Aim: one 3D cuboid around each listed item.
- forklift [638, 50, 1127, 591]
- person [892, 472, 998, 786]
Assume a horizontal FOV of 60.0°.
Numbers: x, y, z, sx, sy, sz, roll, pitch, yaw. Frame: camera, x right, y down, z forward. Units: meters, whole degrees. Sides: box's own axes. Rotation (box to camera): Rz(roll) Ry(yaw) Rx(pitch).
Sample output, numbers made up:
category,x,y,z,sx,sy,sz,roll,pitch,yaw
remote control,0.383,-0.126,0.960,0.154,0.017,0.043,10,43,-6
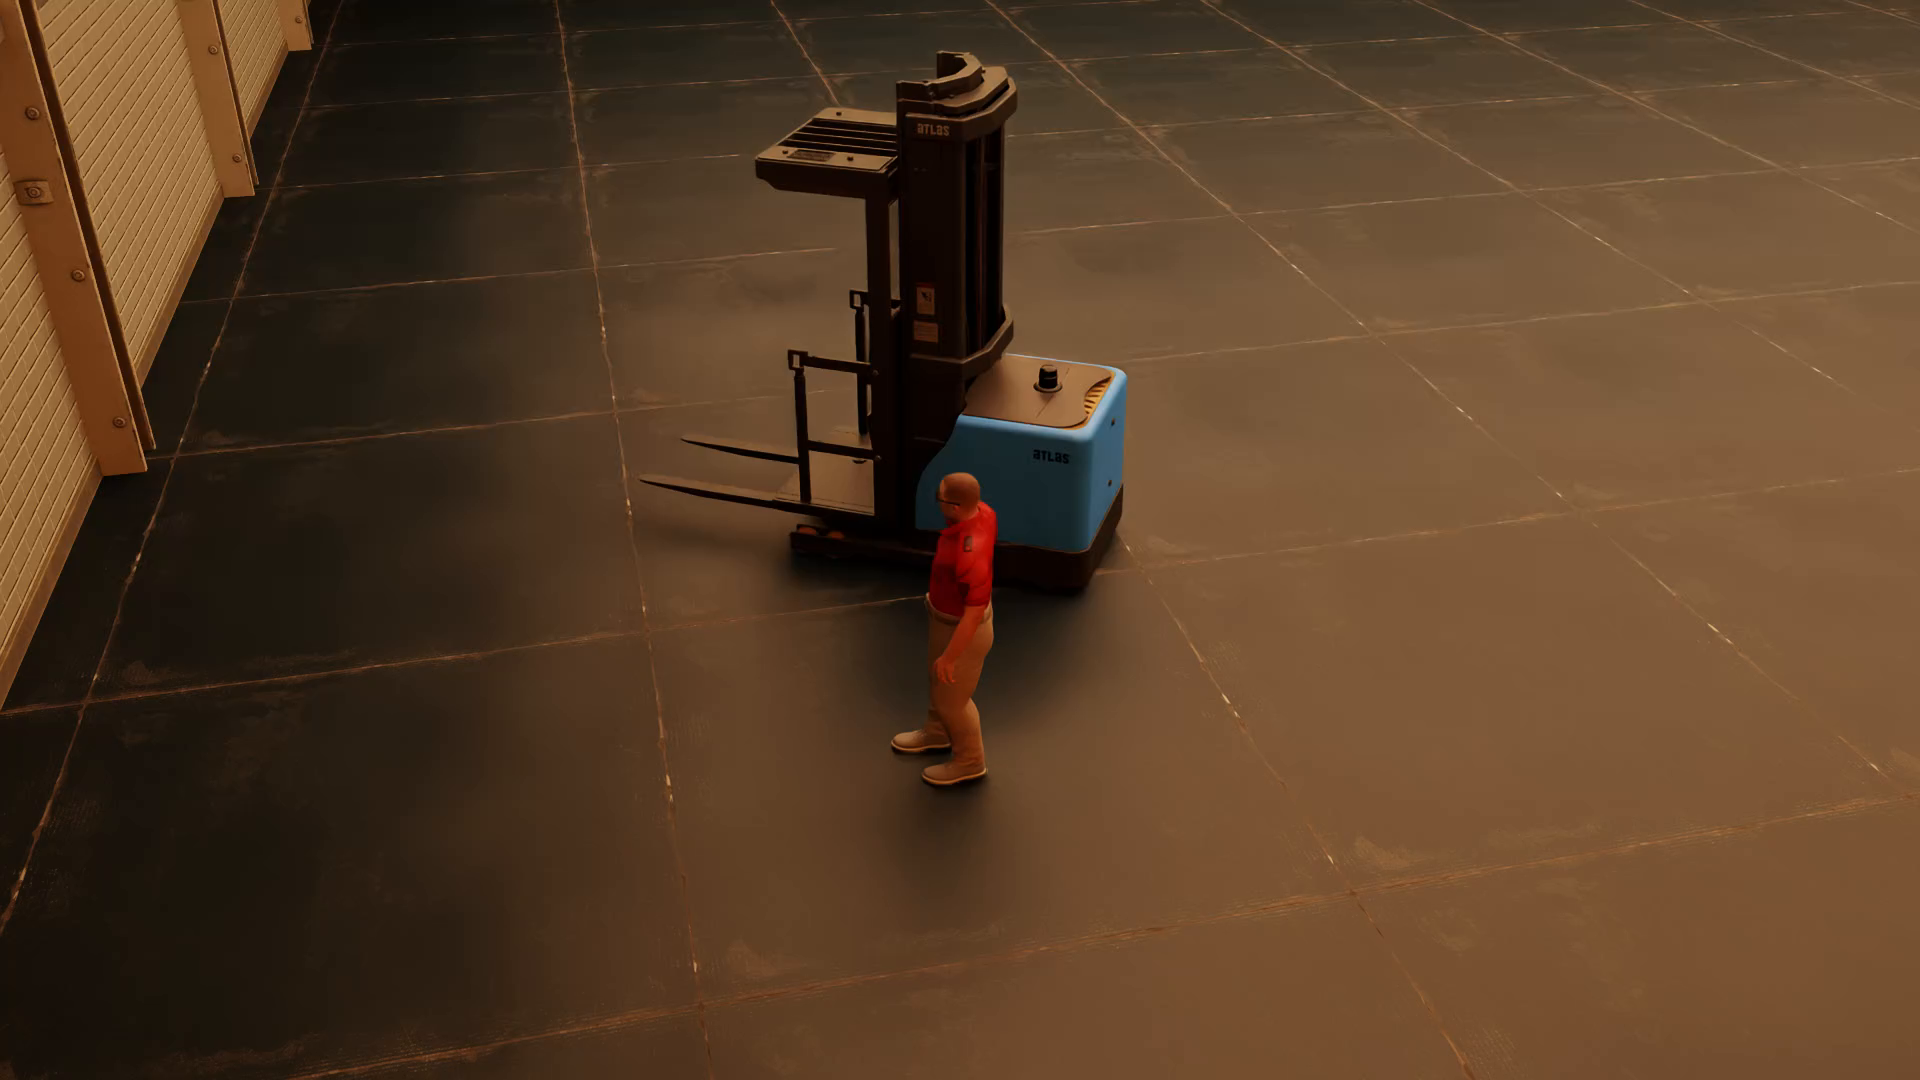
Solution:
category,x,y,z,sx,sy,sz,roll,pitch,yaw
forklift,-0.540,-1.393,9.981,3.031,2.935,1.130,9,31,16
person,-0.085,0.417,8.053,0.538,1.729,0.702,0,30,0
